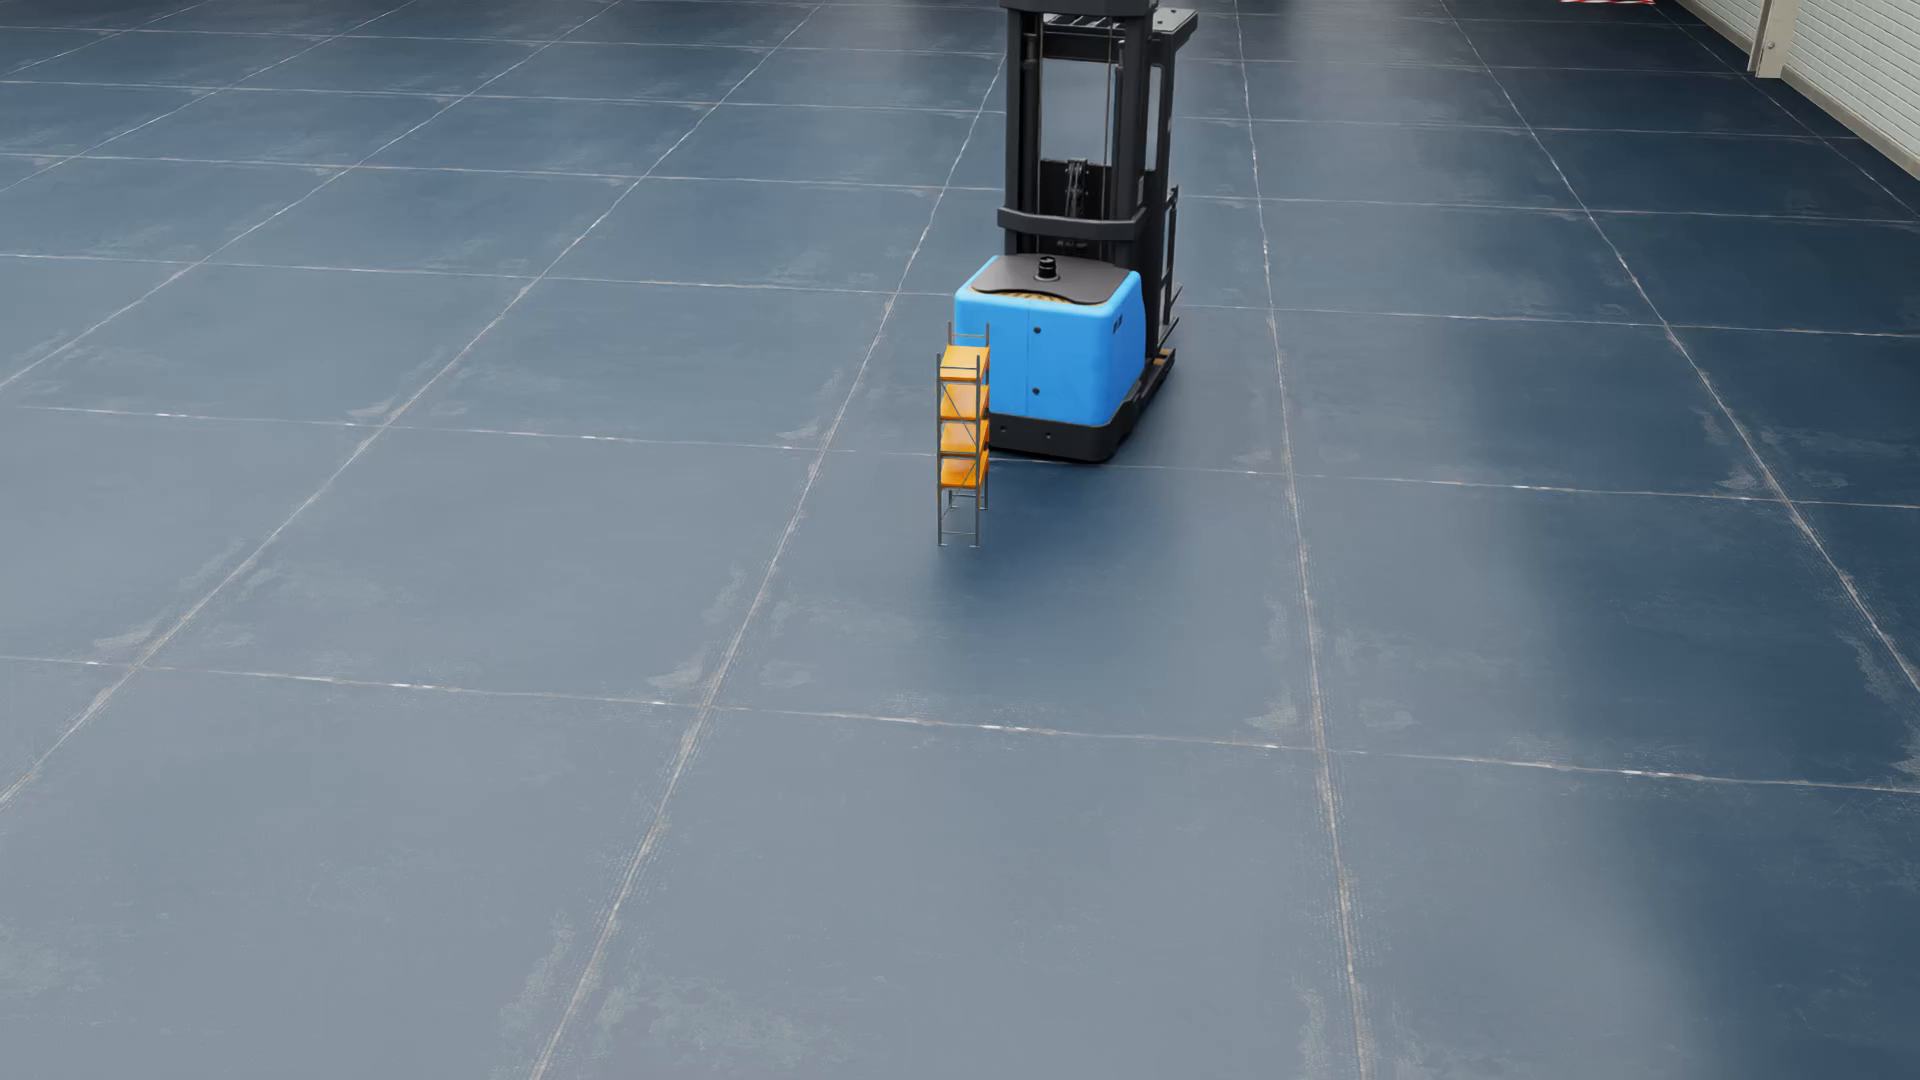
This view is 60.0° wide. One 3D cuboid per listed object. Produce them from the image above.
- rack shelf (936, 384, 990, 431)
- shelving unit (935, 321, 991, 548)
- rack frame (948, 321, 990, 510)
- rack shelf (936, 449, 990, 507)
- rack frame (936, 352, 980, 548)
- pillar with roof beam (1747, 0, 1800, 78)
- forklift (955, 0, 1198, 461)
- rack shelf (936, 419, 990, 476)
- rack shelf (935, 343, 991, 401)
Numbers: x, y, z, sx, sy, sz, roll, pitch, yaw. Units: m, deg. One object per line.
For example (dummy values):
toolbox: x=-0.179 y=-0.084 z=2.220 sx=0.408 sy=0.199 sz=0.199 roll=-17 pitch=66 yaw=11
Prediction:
rack shelf: x=0.020 y=-0.744 z=9.536 sx=0.258 sy=0.148 sz=0.480 roll=3 pitch=28 yaw=6
shelving unit: x=0.020 y=-0.606 z=9.610 sx=0.258 sy=1.200 sz=0.503 roll=3 pitch=28 yaw=6
rack frame: x=0.050 y=-0.721 z=9.823 sx=0.240 sy=1.200 sz=0.015 roll=3 pitch=28 yaw=6
rack shelf: x=0.020 y=-0.372 z=9.736 sx=0.258 sy=0.148 sz=0.480 roll=3 pitch=28 yaw=6
rack frame: x=-0.010 y=-0.491 z=9.397 sx=0.240 sy=1.200 sz=0.015 roll=3 pitch=28 yaw=6
pillar with roof beam: x=5.564 y=-9.908 z=18.653 sx=9.100 sy=9.000 sz=0.400 roll=3 pitch=28 yaw=6
forklift: x=0.917 y=-2.472 z=11.249 sx=1.130 sy=2.935 sz=3.031 roll=9 pitch=30 yaw=17
rack shelf: x=0.020 y=-0.547 z=9.642 sx=0.258 sy=0.148 sz=0.480 roll=3 pitch=28 yaw=6
rack shelf: x=0.020 y=-0.952 z=9.424 sx=0.258 sy=0.148 sz=0.480 roll=3 pitch=28 yaw=6
